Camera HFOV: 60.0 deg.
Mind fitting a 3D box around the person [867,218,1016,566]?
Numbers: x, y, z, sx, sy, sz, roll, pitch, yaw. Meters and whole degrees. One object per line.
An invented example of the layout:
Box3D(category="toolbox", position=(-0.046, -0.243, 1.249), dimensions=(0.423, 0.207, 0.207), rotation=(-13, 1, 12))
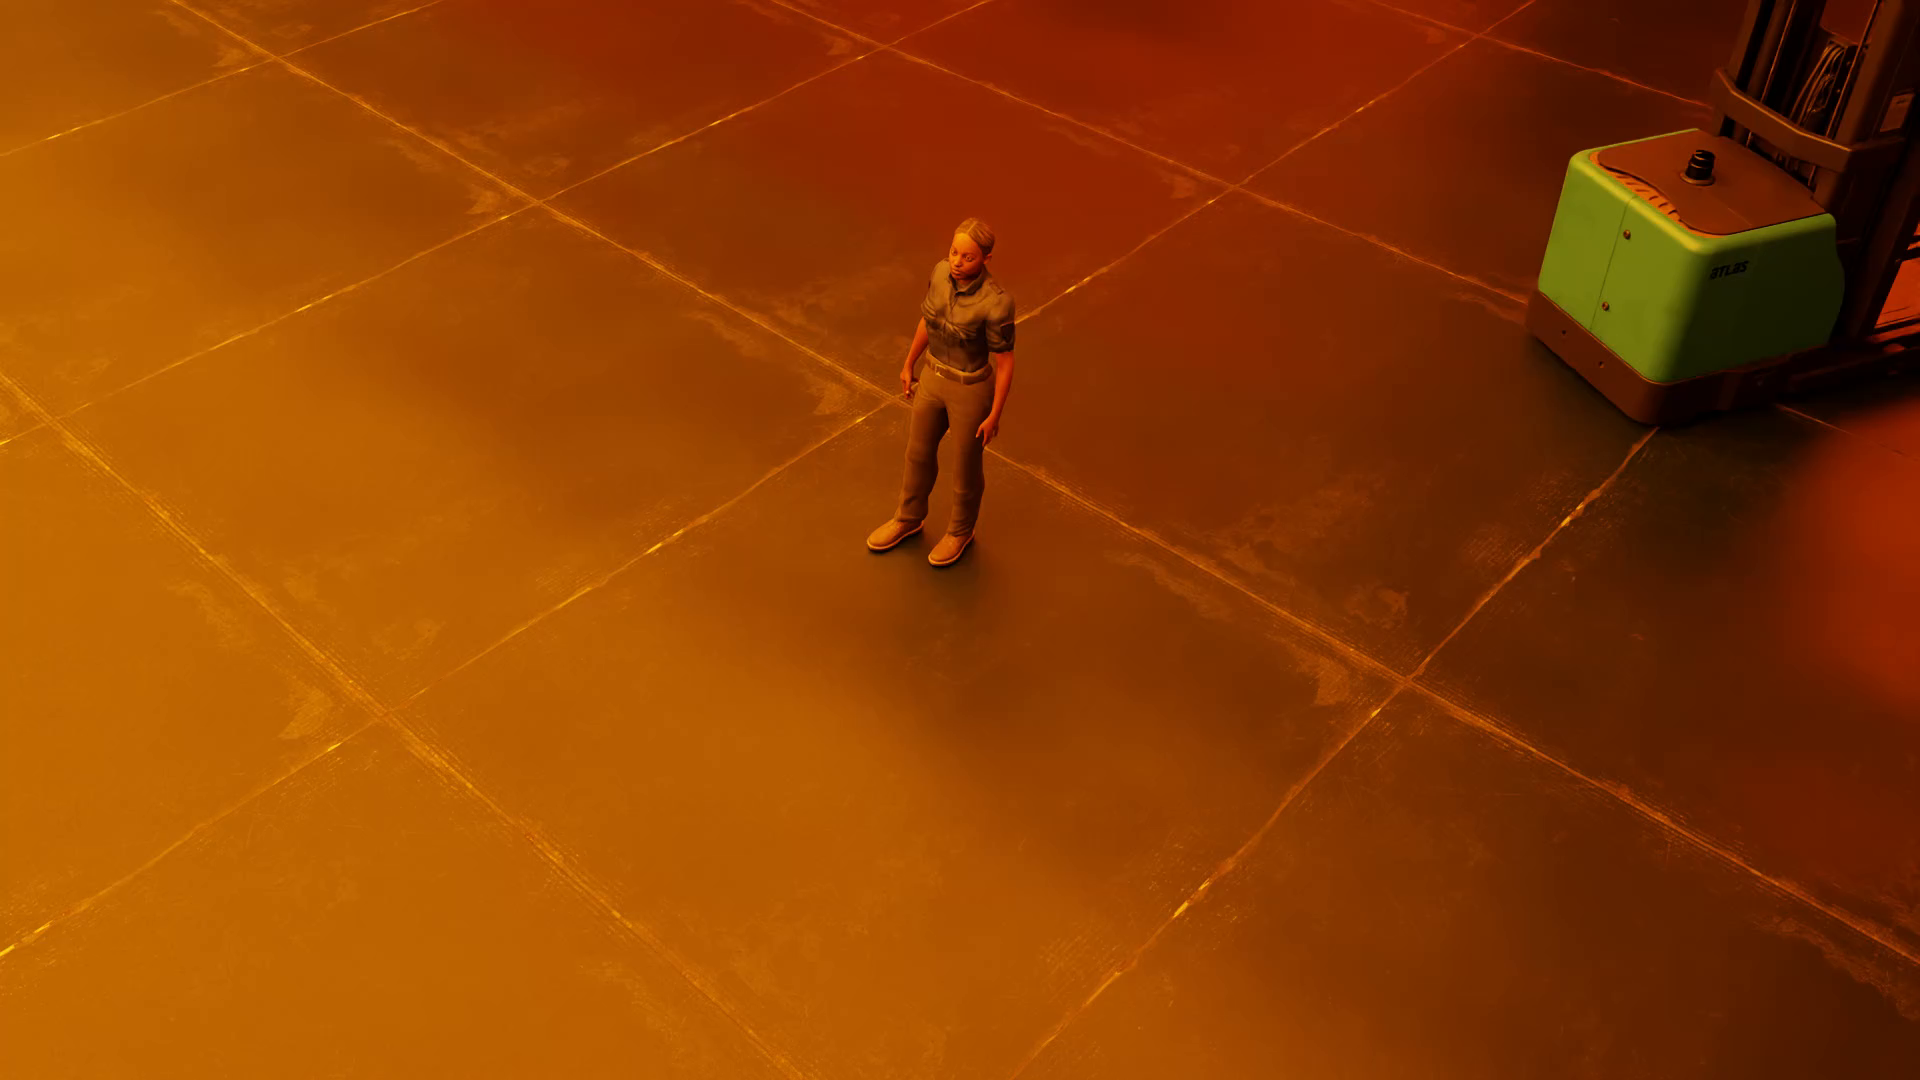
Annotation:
Box3D(category="person", position=(-0.074, -0.596, 7.100), dimensions=(0.569, 1.644, 0.503), rotation=(31, 49, 31))

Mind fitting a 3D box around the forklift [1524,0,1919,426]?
Box3D(category="forklift", position=(4.596, -2.279, 8.085), dimensions=(3.031, 2.935, 1.130), rotation=(-14, 43, -16))
